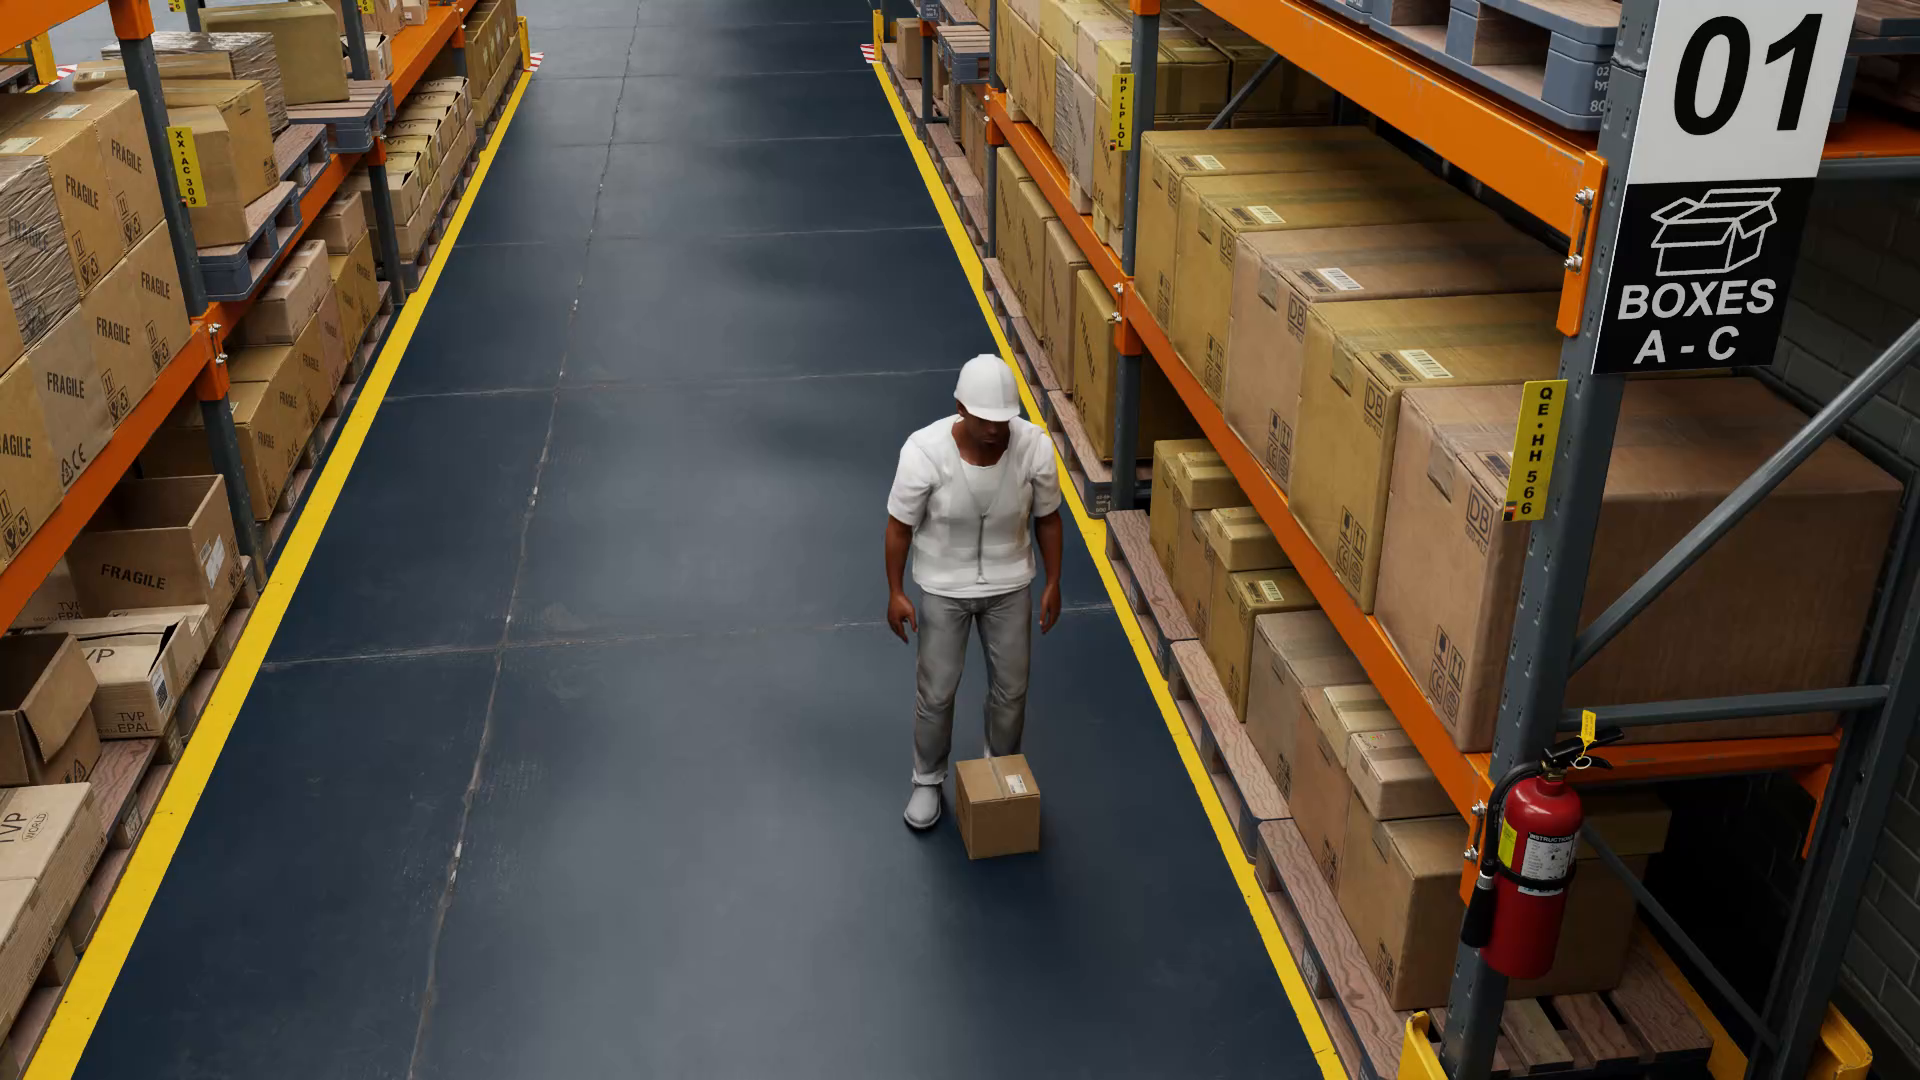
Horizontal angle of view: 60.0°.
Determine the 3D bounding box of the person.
[{"bbox_3d":[0.055,0.174,5.756,0.625,1.760,0.460,-4,27,-9],"label":"person"}]
